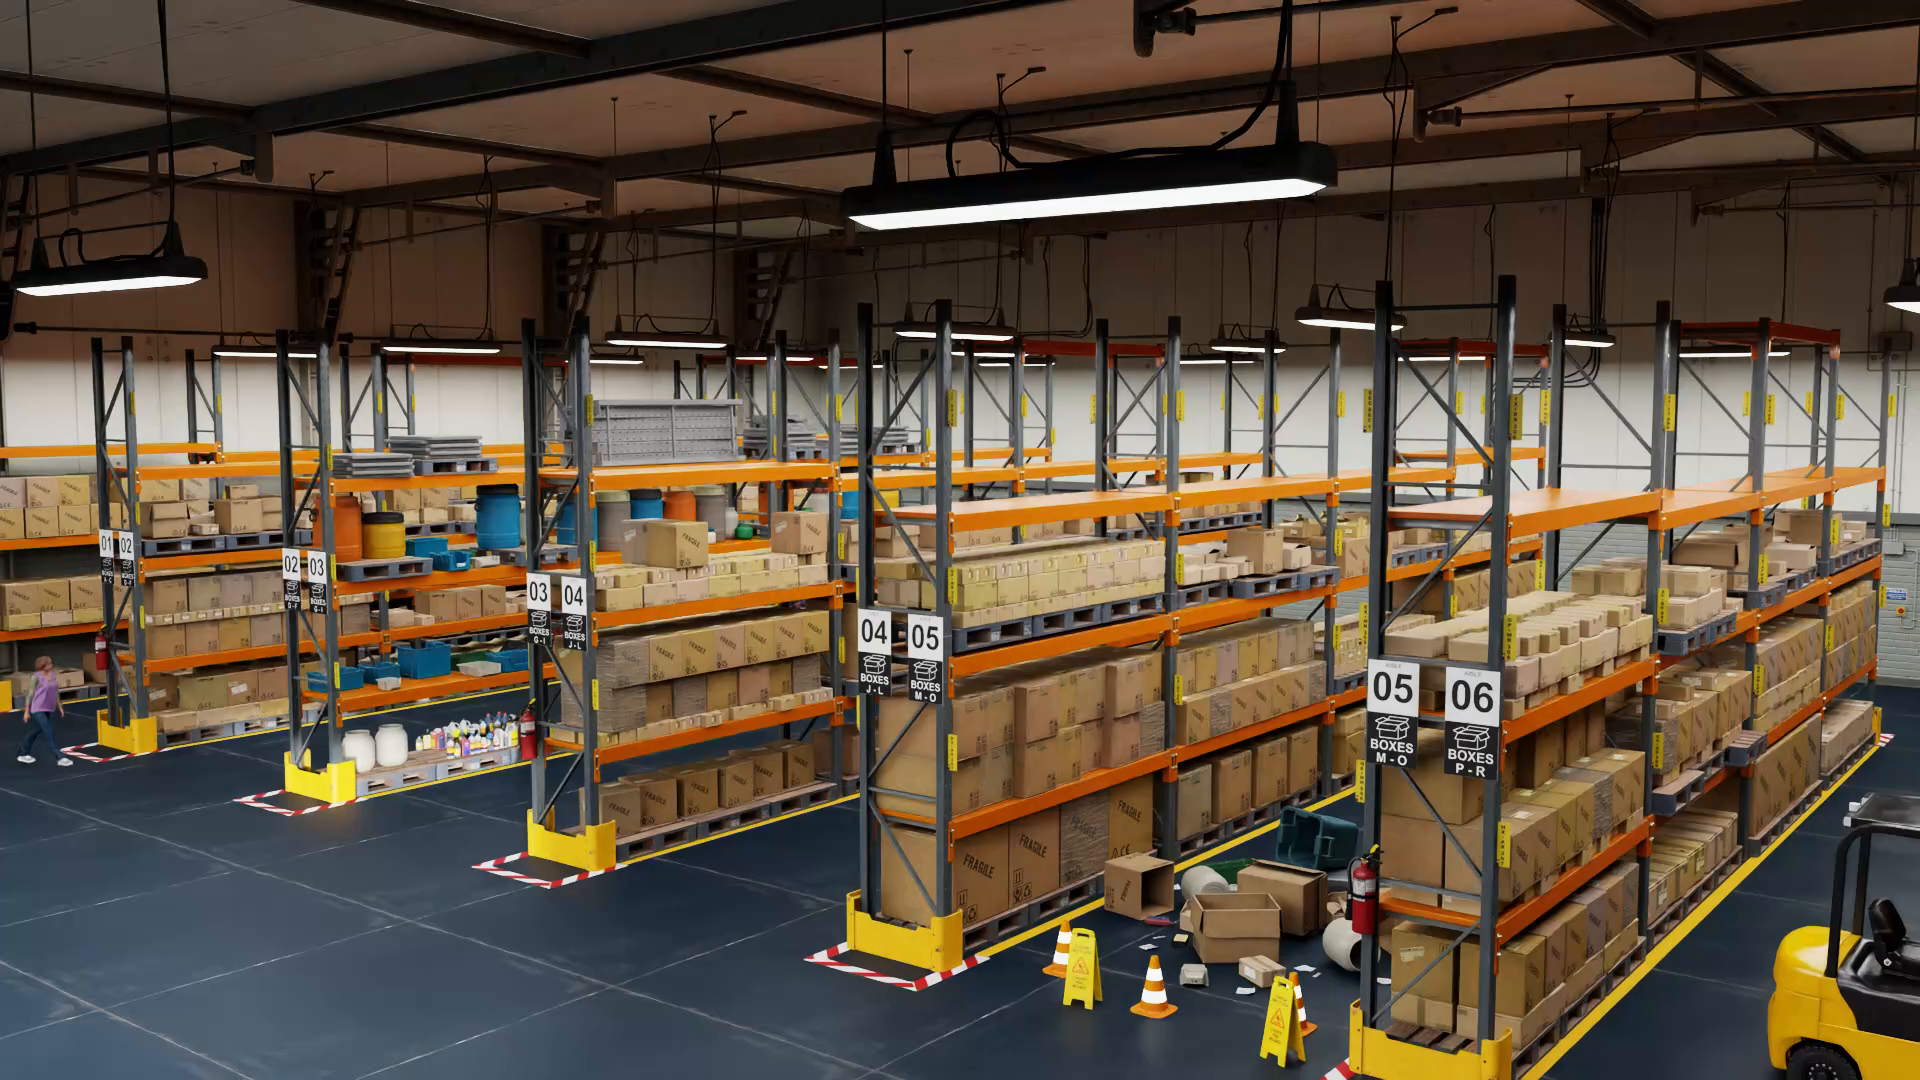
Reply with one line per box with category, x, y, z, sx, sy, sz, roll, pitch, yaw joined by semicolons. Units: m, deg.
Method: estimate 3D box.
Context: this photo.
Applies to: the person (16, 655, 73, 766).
person;-12.742;2.360;23.157;0.967;1.525;0.455;1;5;10
